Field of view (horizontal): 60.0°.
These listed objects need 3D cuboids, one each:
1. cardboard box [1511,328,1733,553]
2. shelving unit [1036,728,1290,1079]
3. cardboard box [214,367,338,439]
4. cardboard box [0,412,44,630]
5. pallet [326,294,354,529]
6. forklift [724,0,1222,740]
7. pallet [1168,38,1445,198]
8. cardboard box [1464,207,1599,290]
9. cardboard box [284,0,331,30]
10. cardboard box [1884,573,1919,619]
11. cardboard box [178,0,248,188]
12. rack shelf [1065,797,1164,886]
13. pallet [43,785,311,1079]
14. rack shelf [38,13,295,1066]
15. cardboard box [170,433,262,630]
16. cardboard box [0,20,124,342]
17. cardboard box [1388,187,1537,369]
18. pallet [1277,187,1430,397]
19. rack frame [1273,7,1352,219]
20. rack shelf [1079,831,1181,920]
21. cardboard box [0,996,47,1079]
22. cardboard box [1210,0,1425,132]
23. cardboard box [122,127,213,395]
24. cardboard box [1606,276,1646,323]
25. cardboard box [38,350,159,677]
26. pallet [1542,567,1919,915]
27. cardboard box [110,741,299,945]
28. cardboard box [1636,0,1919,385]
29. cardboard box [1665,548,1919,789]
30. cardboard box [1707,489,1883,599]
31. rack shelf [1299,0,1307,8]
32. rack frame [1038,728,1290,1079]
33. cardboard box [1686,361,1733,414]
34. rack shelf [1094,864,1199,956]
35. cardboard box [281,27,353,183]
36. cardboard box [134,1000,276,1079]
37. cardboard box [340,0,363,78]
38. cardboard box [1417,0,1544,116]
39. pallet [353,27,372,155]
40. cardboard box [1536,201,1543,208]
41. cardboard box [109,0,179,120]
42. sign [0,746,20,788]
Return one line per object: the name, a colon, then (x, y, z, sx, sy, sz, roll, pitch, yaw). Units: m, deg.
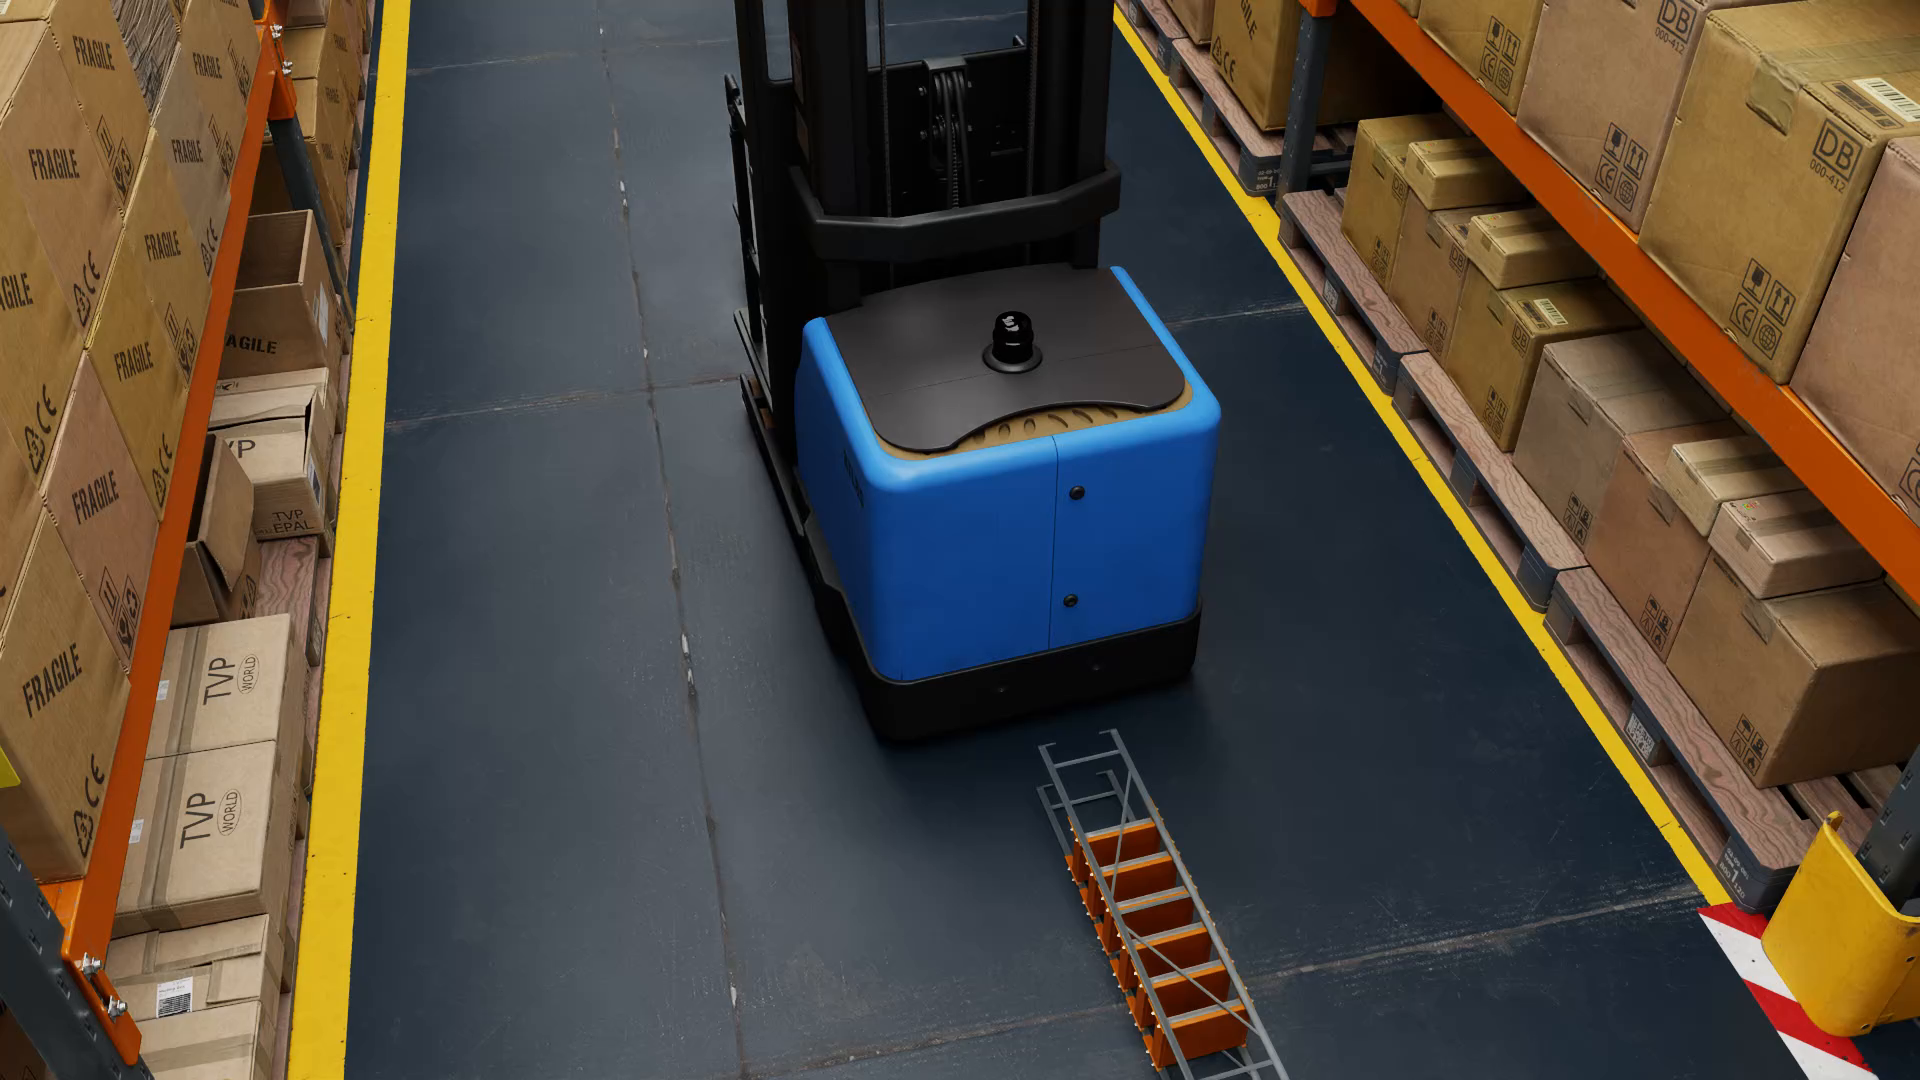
cardboard box: (2.297, -0.349, 5.450, 0.700, 0.500, 0.500, -10, 42, -11)
shelving unit: (0.513, 1.025, 4.448, 0.258, 0.189, 1.200, -11, 43, -13)
cardboard box: (-2.397, -0.453, 5.817, 0.380, 0.149, 0.250, -8, 42, -9)
cardboard box: (-1.911, -0.062, 2.732, 0.500, 0.500, 0.500, -7, 42, -8)
pallet: (-2.789, -0.430, 6.075, 1.003, 0.211, 1.213, -8, 42, -9)
forklift: (-0.185, -1.491, 5.221, 1.130, 2.935, 3.031, -12, 43, -13)
pallet: (1.659, -2.077, 7.930, 1.003, 0.211, 1.213, -8, 42, -9)
cardboard box: (1.970, -1.009, 5.705, 0.380, 0.149, 0.250, -9, 42, -11)
cardboard box: (-3.019, -2.425, 7.209, 0.500, 0.250, 0.500, -8, 42, -9)
cardboard box: (2.737, 0.111, 4.444, 0.380, 0.149, 0.250, -8, 42, -9)
cardboard box: (-2.465, -1.334, 4.918, 0.500, 0.500, 0.500, -7, 42, -8)
rack shelf: (0.430, 0.843, 4.650, 0.258, 0.180, 0.103, -11, 43, -13)
pallet: (-2.263, 1.152, 4.293, 1.003, 0.211, 1.213, -8, 42, -9)
rack shelf: (-2.505, -0.352, 4.429, 1.077, 0.370, 4.000, -8, 42, -9)
cardboard box: (-2.526, 0.068, 4.963, 0.797, 0.503, 0.637, -8, 42, -9)
cardboard box: (-2.135, -0.725, 3.478, 0.500, 0.500, 0.500, -8, 42, -9)
cardboard box: (2.066, -1.027, 6.214, 0.700, 0.500, 0.500, -9, 42, -10)
pallet: (1.987, -1.083, 6.811, 1.003, 0.211, 1.213, -8, 42, -9)
rack frame: (1.900, -2.630, 6.453, 1.000, 3.000, 0.127, -8, 42, -9)
rack shelf: (0.465, 0.920, 4.565, 0.258, 0.180, 0.103, -11, 43, -13)
cardboard box: (-2.431, 1.128, 3.771, 0.500, 0.500, 0.500, -8, 42, -9)
cardboard box: (1.632, -2.386, 7.481, 0.750, 0.750, 0.750, -8, 42, -9)
cardboard box: (-2.240, -0.672, 4.172, 0.500, 0.500, 0.500, -8, 42, -9)
cardboard box: (2.407, -0.875, 5.554, 0.380, 0.149, 0.250, -9, 42, -10)
cardboard box: (-2.028, -0.022, 3.439, 0.500, 0.500, 0.500, -9, 42, -10)
pallet: (2.514, 0.498, 5.030, 1.003, 0.211, 1.213, -8, 42, -9)
cardboard box: (-2.021, 0.821, 4.305, 0.500, 0.250, 0.500, -8, 42, -9)
cardboard box: (2.475, -0.949, 4.333, 0.980, 0.700, 0.700, -9, 42, -10)
cardboard box: (2.514, 0.301, 4.718, 0.700, 0.500, 0.500, -8, 42, -9)
cardboard box: (2.309, 0.001, 4.567, 0.380, 0.149, 0.250, -9, 42, -10)
rack shelf: (1.468, -3.658, 8.153, 1.077, 0.370, 4.000, -8, 42, -9)
rack frame: (0.513, 0.957, 4.387, 0.240, 0.006, 1.200, -11, 43, -13)
cardboard box: (2.517, -0.545, 5.182, 0.380, 0.149, 0.250, -8, 42, -9)
rack shelf: (0.500, 0.996, 4.479, 0.258, 0.180, 0.103, -11, 43, -13)
cardboard box: (-2.929, -1.840, 7.115, 0.500, 0.500, 0.500, -8, 42, -9)
cardboard box: (-1.828, 1.256, 3.892, 0.380, 0.149, 0.250, -8, 42, -9)
cardboard box: (-3.138, -2.493, 7.851, 0.500, 0.500, 0.500, -10, 43, -11)
cardboard box: (2.153, -1.914, 5.421, 0.980, 0.700, 0.700, -9, 42, -10)
pallet: (-3.416, -2.189, 8.057, 1.003, 0.211, 1.213, -8, 42, -9)
cardboard box: (2.297, -1.206, 5.927, 0.380, 0.149, 0.250, -10, 42, -11)
cardboard box: (-2.353, -1.380, 4.217, 0.500, 0.500, 0.500, -8, 42, -9)
sign: (-1.543, 0.273, 2.530, 0.100, 0.325, 0.005, -8, 42, -9)
